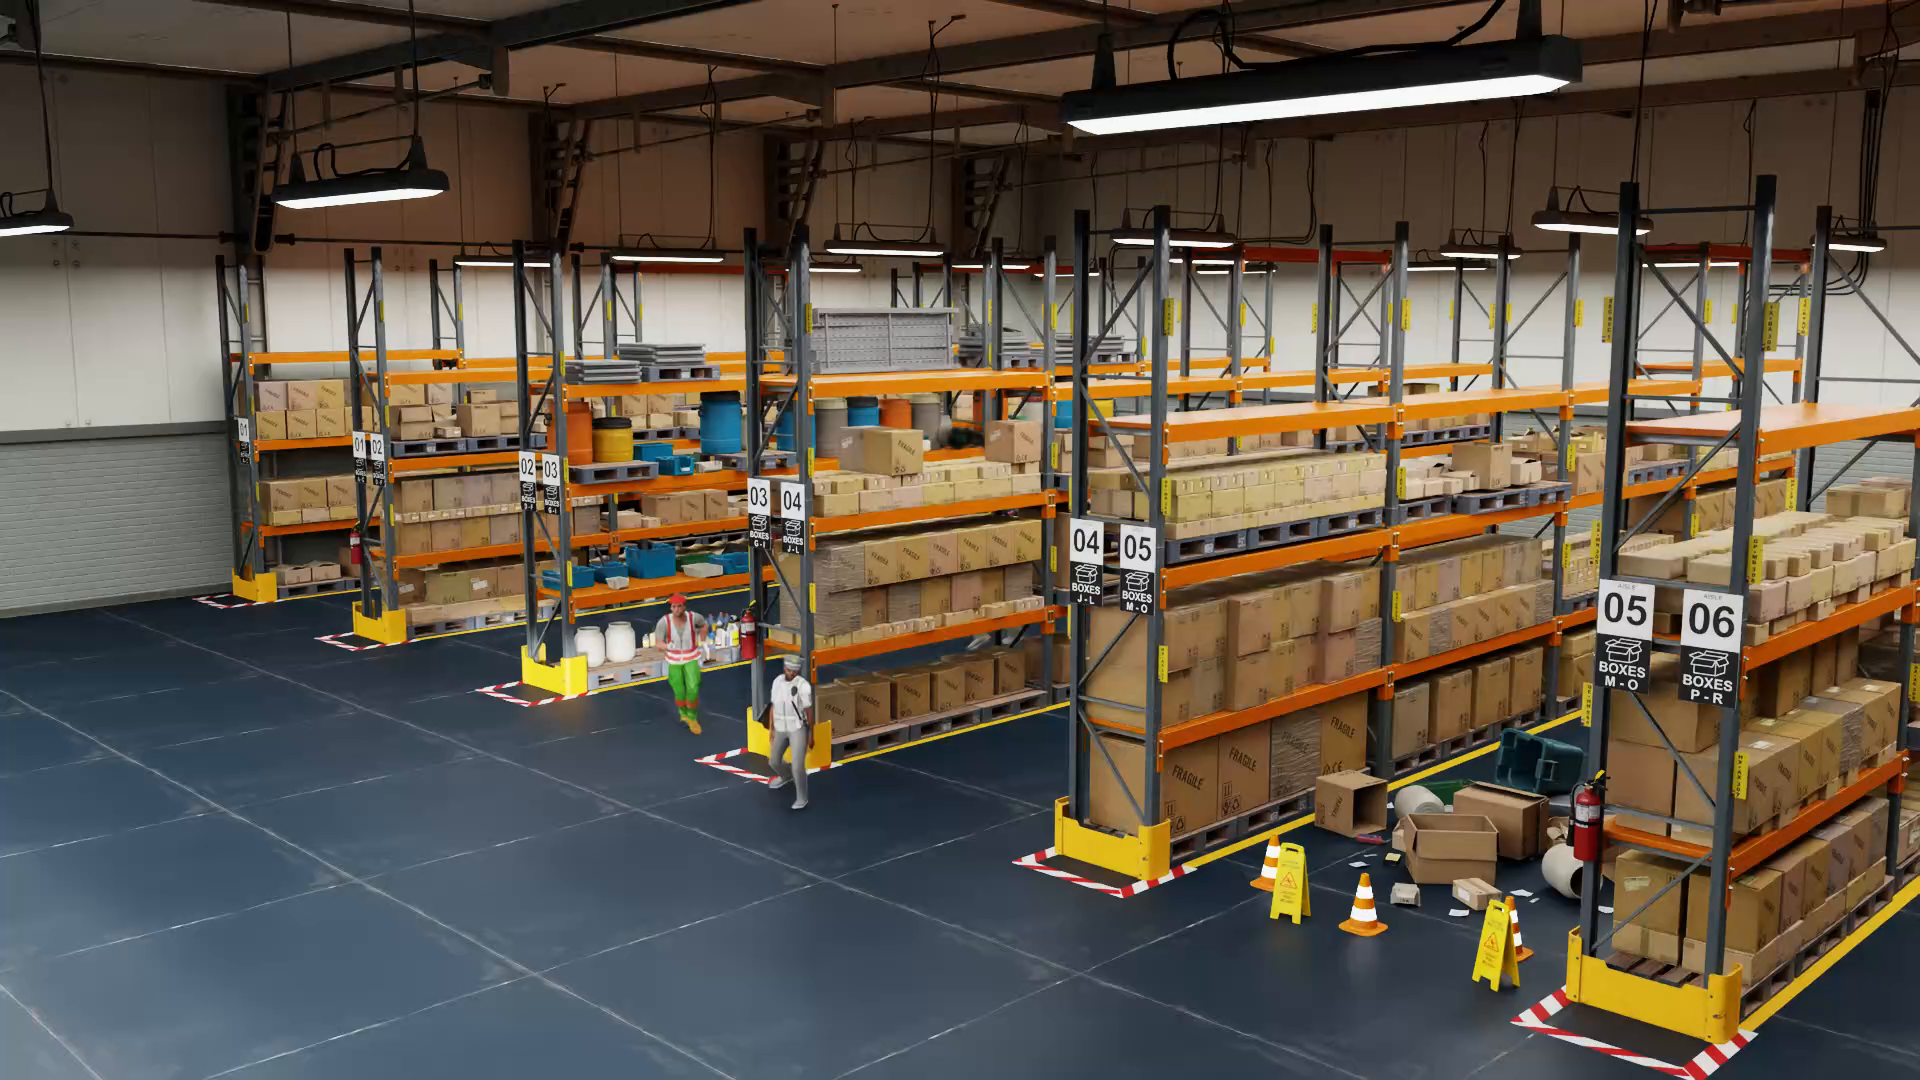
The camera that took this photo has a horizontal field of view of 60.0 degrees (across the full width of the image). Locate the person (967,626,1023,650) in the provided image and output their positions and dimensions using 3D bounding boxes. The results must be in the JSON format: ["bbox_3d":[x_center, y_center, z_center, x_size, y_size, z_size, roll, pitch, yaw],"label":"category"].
[{"bbox_3d":[0.417,0.847,23.670,1.223,1.446,0.686,-5,9,-29],"label":"person"}]

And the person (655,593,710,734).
[{"bbox_3d":[-3.349,1.467,20.105,0.629,1.723,0.947,-1,8,-4],"label":"person"}]

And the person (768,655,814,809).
[{"bbox_3d":[-1.778,1.931,17.300,0.680,1.605,0.656,3,9,21],"label":"person"}]
